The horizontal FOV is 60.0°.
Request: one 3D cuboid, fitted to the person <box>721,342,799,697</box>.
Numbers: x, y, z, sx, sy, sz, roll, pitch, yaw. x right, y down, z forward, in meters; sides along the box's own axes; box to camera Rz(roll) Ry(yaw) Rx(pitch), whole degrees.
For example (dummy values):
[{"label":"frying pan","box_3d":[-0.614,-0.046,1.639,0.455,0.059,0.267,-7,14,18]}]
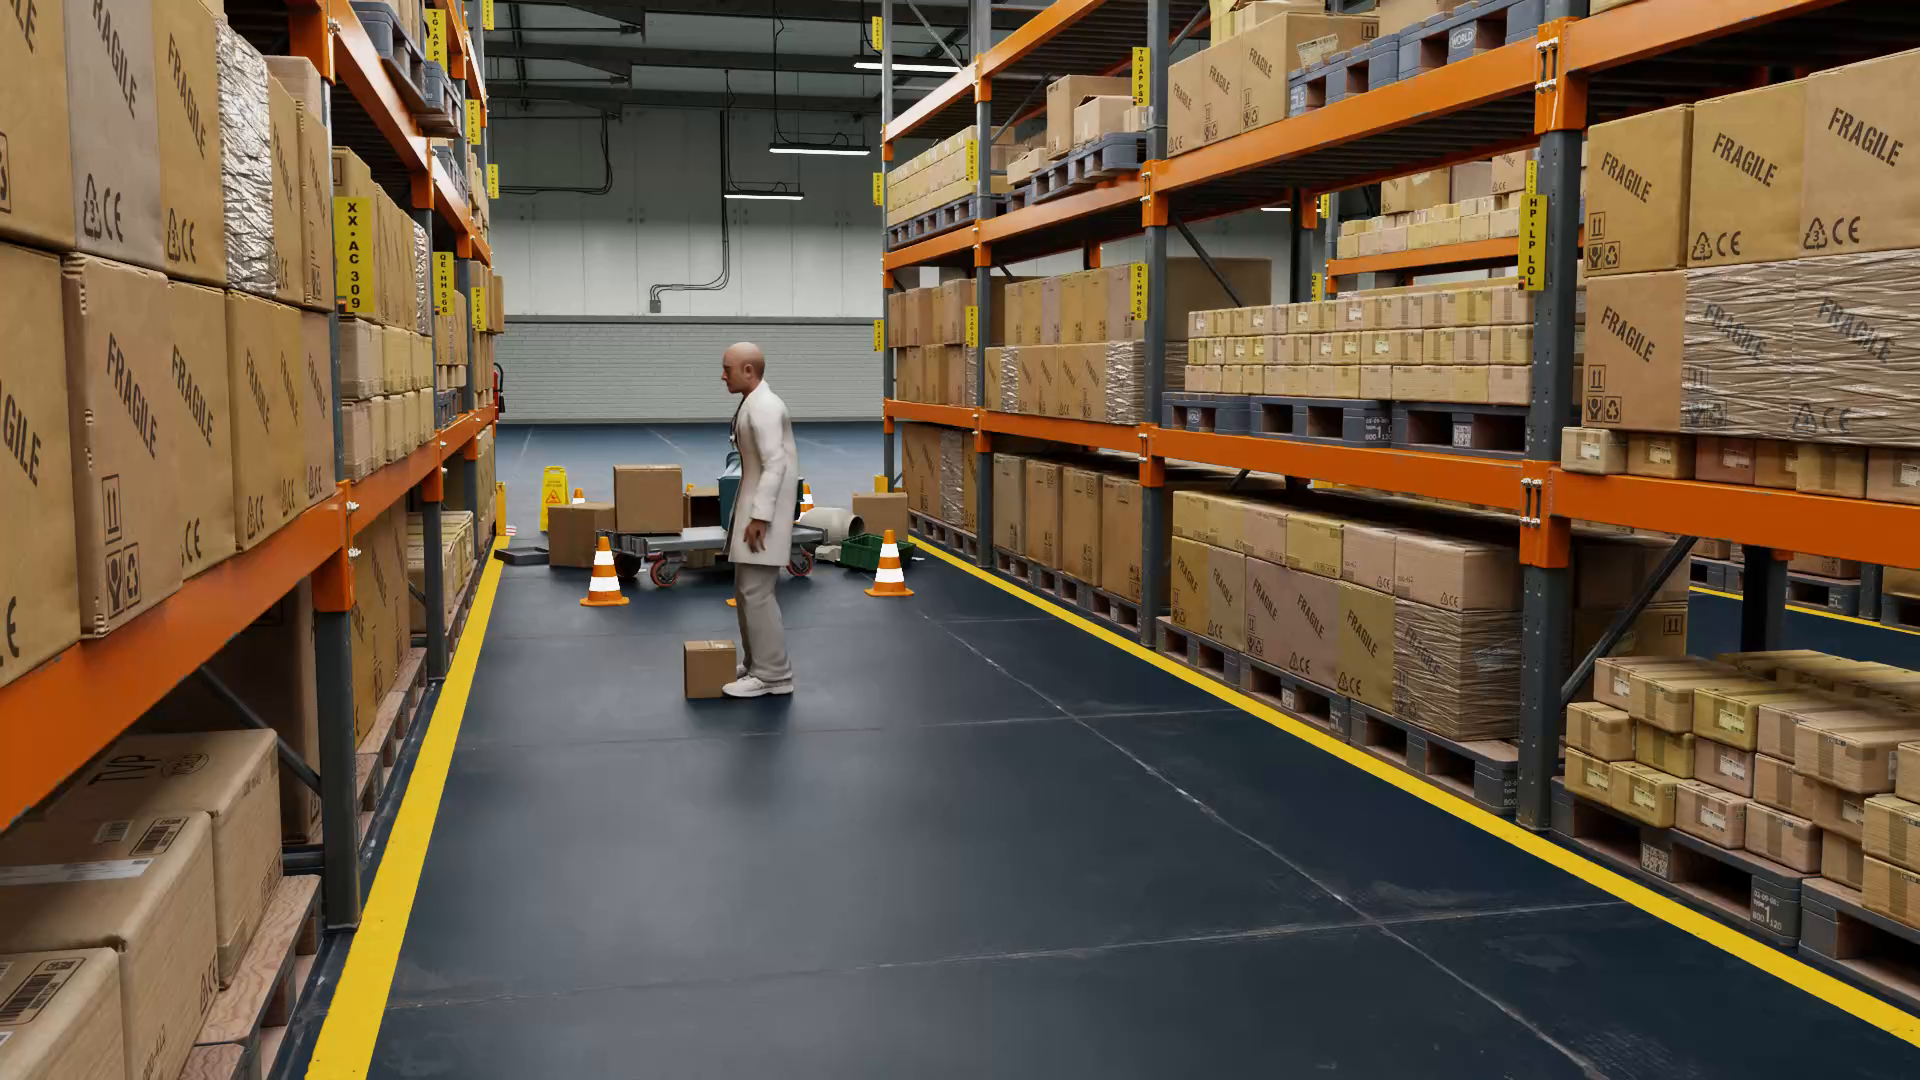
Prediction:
[{"label":"person","box_3d":[-1.031,-0.110,8.432,0.418,1.774,0.646,-2,6,-14]}]
